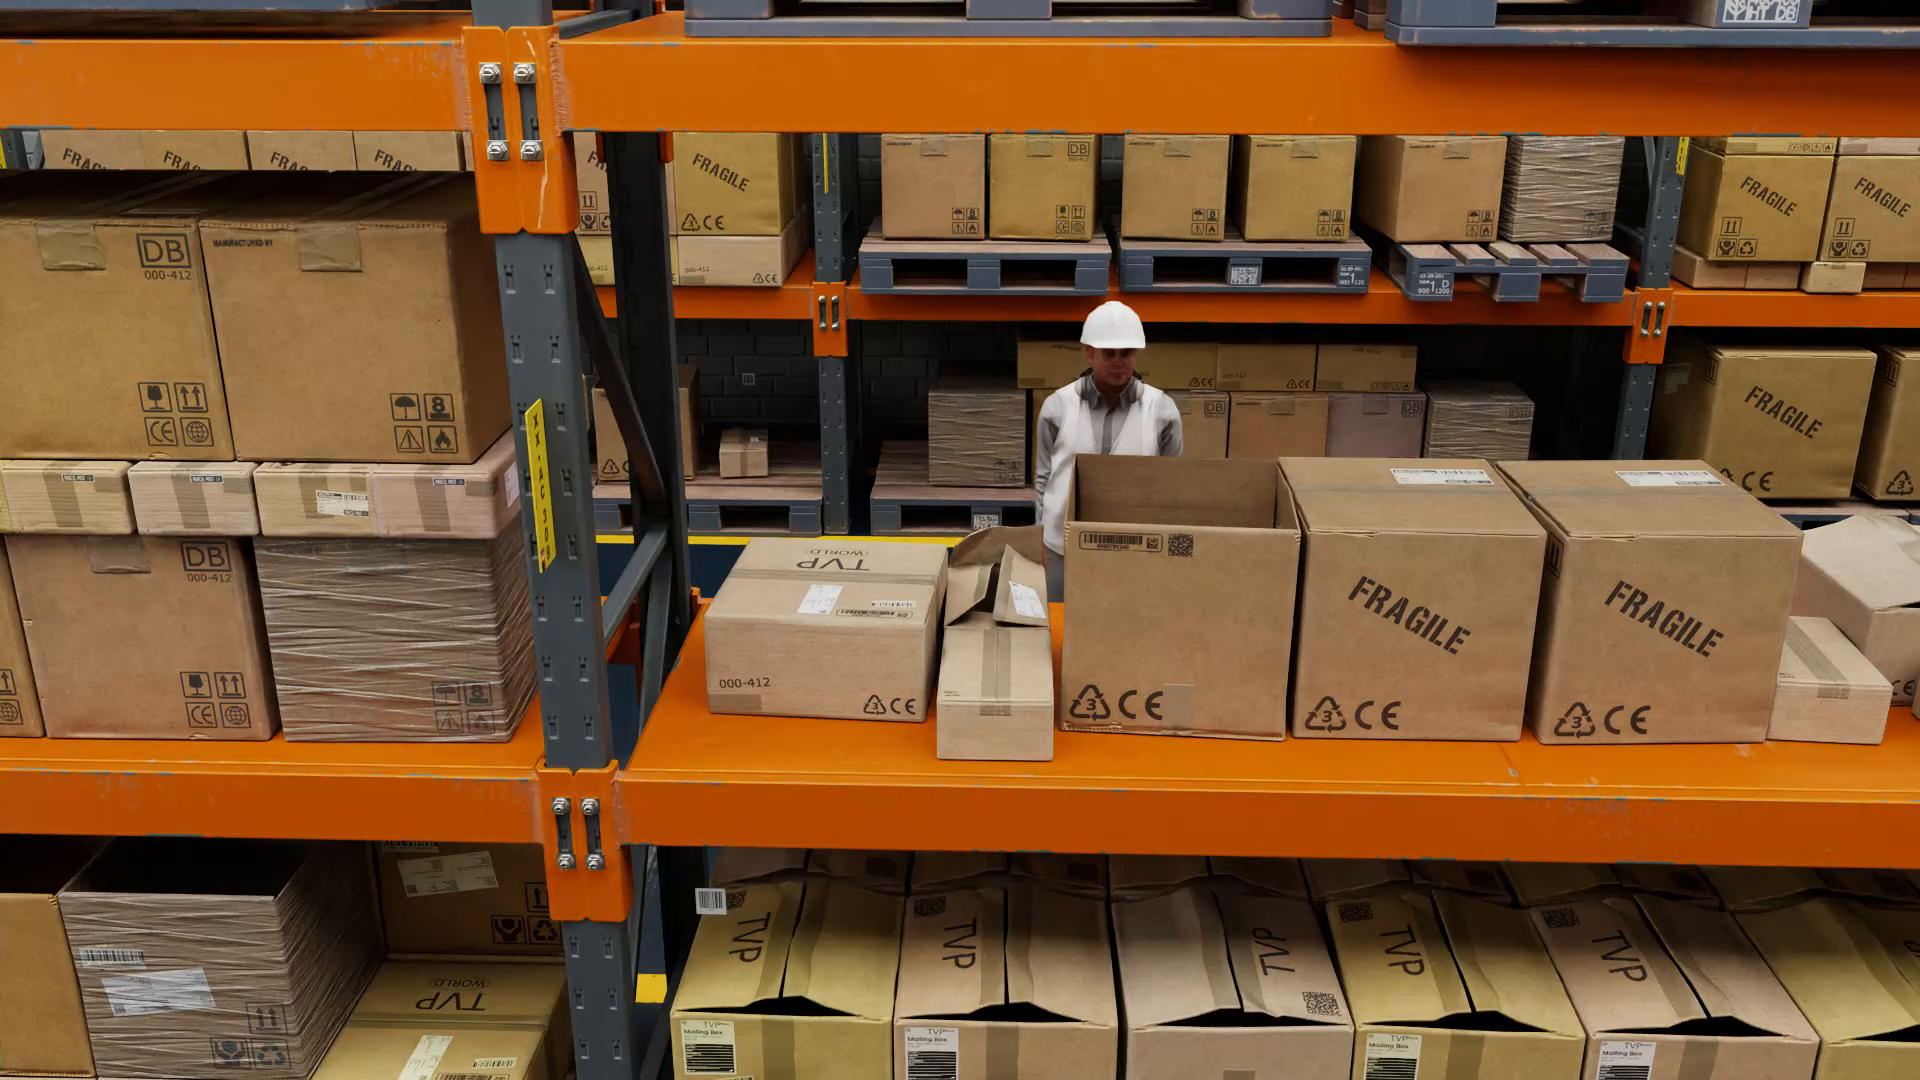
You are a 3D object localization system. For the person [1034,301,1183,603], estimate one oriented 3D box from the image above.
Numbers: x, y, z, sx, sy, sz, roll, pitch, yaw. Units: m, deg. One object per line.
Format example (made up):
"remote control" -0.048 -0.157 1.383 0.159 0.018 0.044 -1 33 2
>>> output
"person" 0.529 0.025 5.985 0.532 1.772 0.358 1 21 3
